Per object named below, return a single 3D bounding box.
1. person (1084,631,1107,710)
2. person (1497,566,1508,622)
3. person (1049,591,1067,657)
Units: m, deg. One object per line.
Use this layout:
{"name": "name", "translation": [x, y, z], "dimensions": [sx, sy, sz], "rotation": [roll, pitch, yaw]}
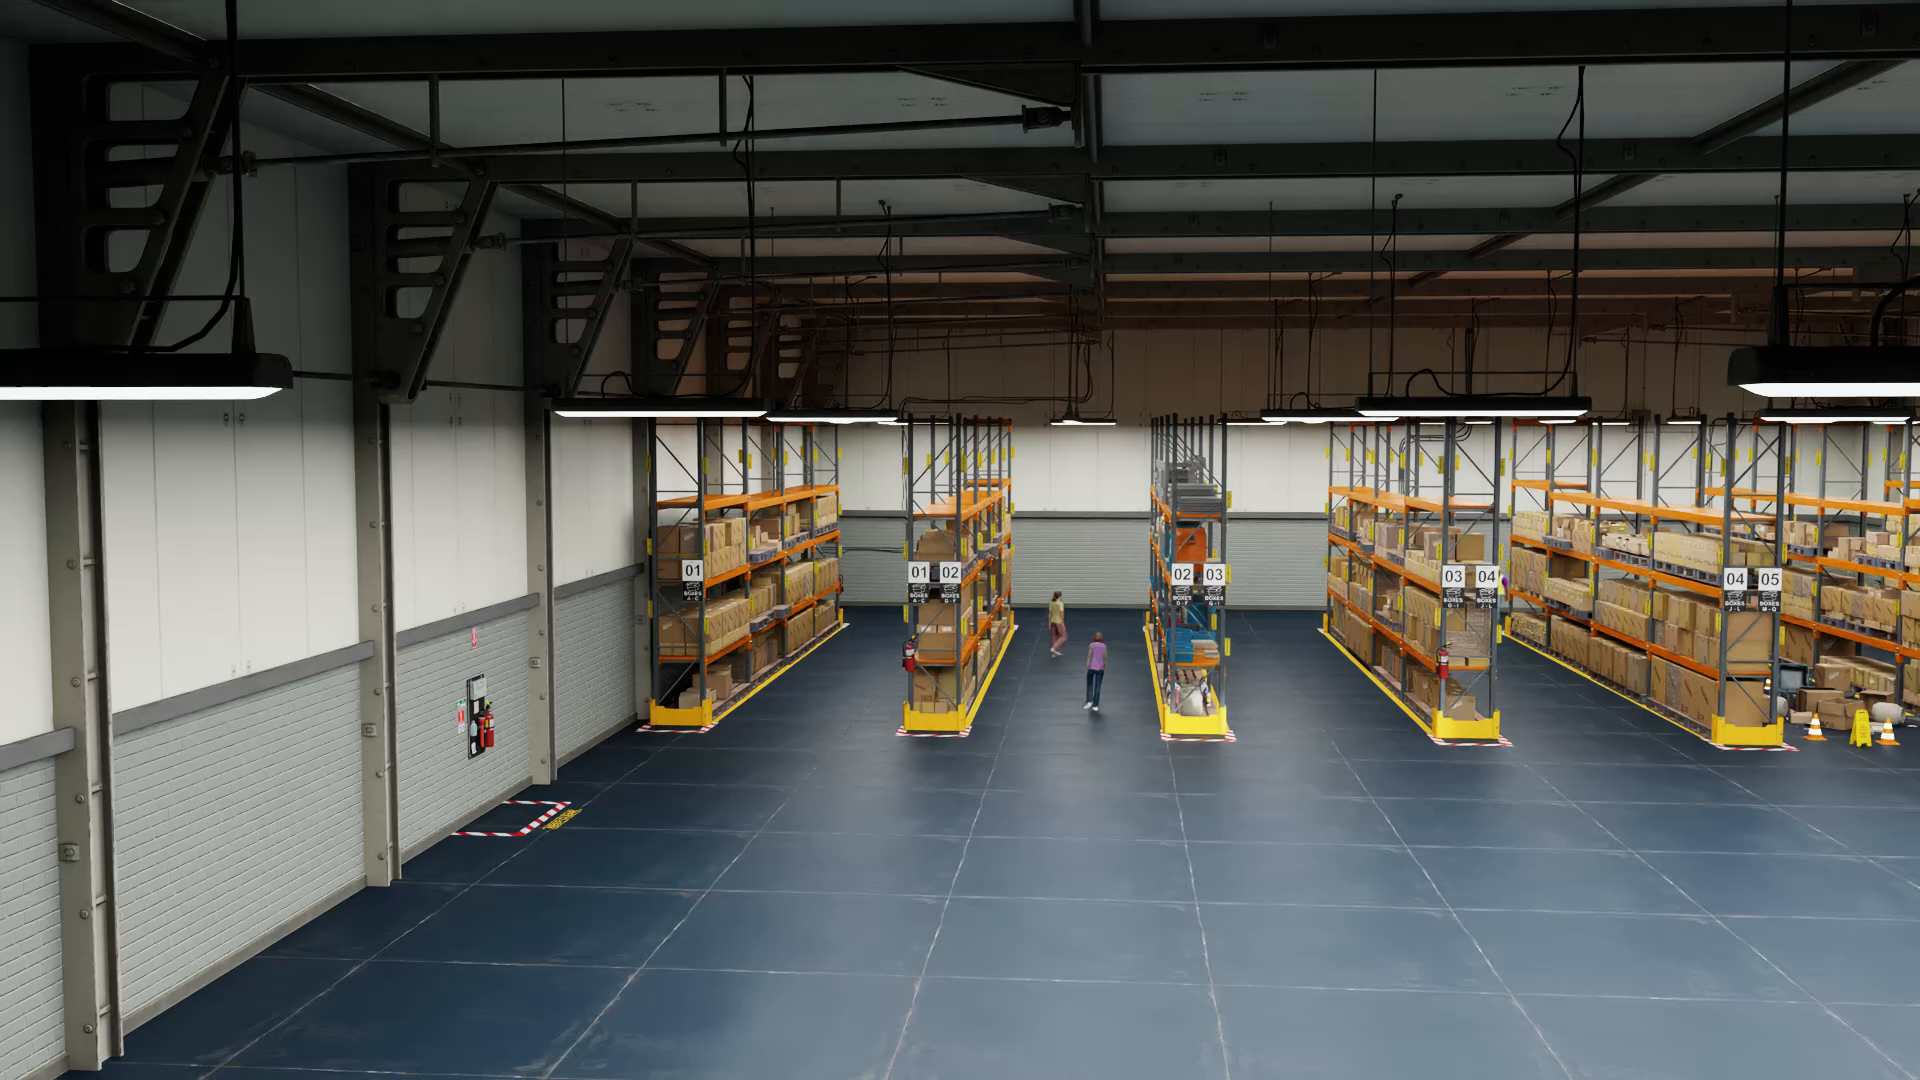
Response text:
{"name": "person", "translation": [2.742, 2.668, 33.716], "dimensions": [0.466, 1.607, 0.469], "rotation": [1, 4, 9]}
{"name": "person", "translation": [15.663, 1.590, 48.543], "dimensions": [0.606, 1.713, 1.110], "rotation": [3, 5, 37]}
{"name": "person", "translation": [2.379, 2.100, 41.418], "dimensions": [0.508, 1.671, 0.487], "rotation": [-4, 5, -42]}
